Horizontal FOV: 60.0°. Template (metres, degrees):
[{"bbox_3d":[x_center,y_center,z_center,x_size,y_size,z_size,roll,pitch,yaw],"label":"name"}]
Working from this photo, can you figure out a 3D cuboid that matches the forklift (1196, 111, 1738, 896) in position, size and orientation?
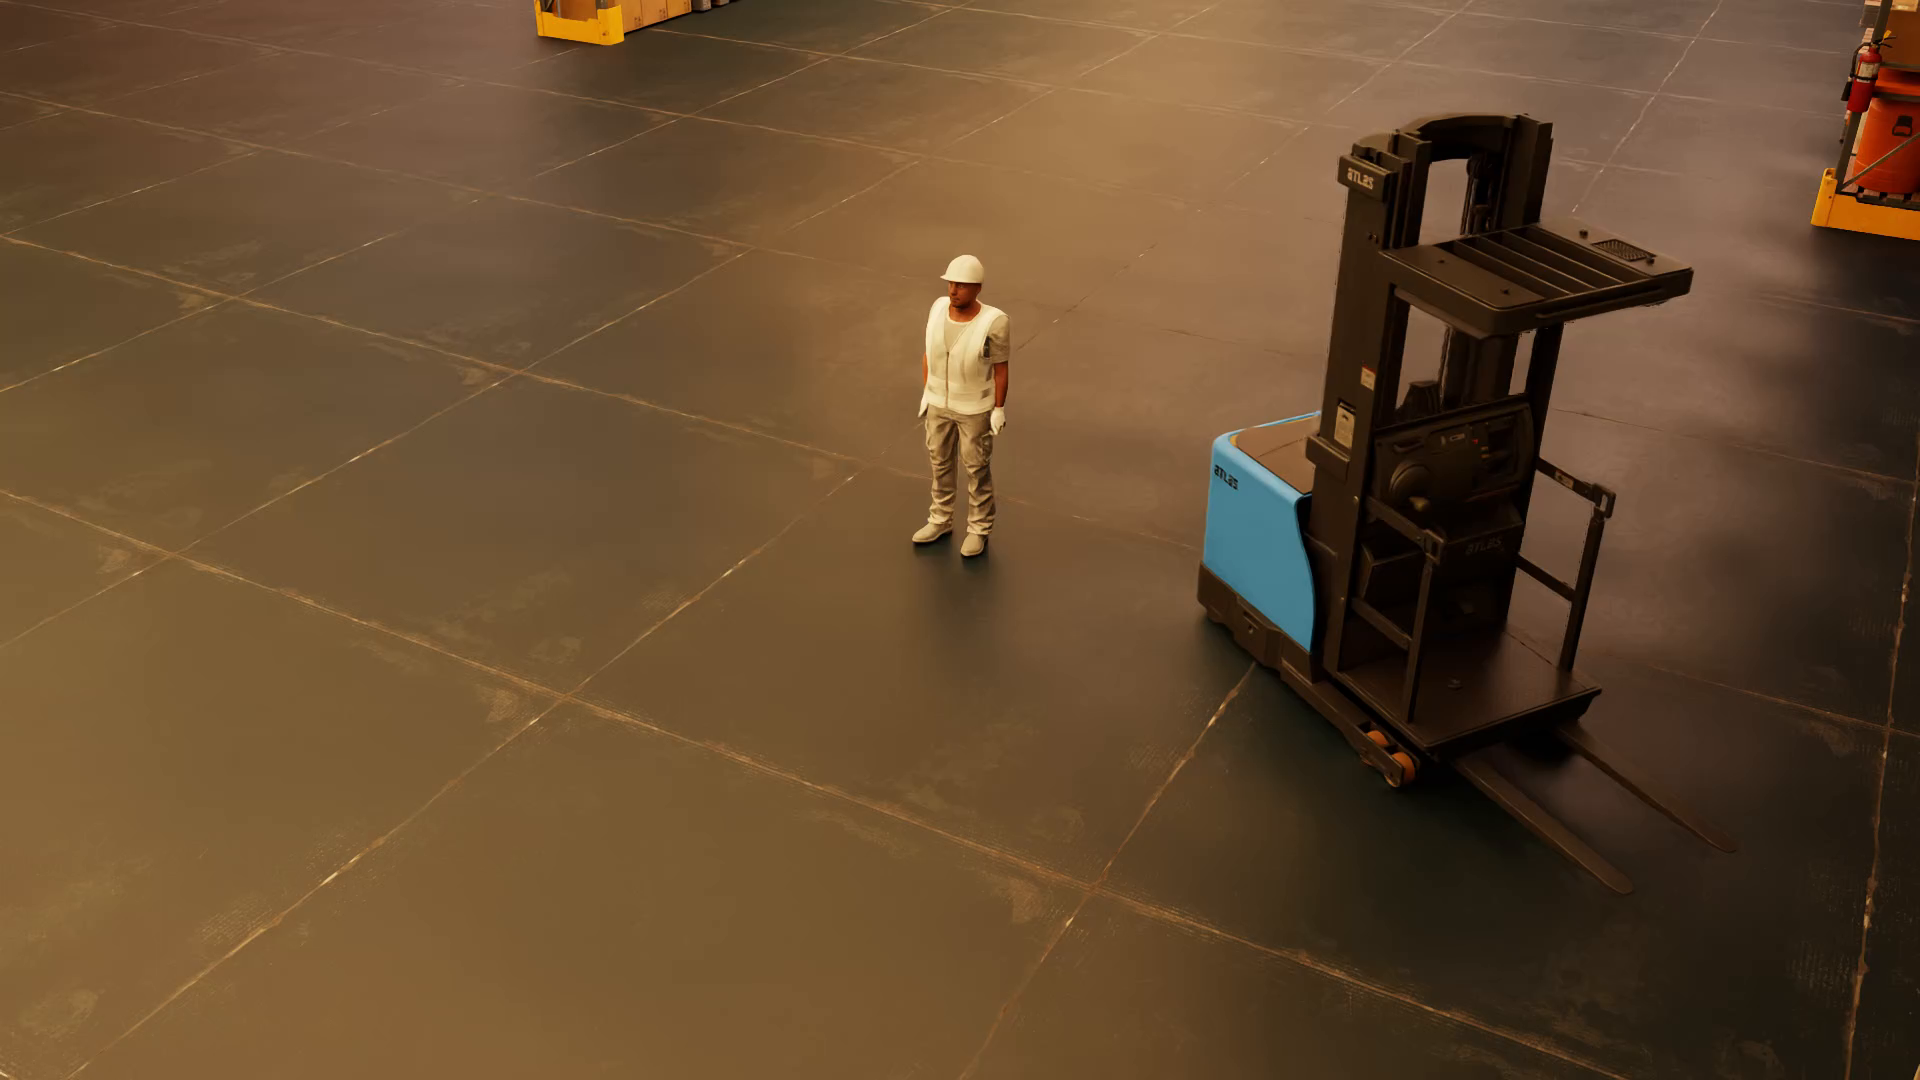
[{"bbox_3d":[2.422,-0.340,7.659,1.130,2.935,3.031,-14,33,-22],"label":"forklift"}]

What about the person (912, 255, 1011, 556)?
[{"bbox_3d":[0.007,-0.768,9.549,0.542,1.789,0.382,15,33,25],"label":"person"}]
